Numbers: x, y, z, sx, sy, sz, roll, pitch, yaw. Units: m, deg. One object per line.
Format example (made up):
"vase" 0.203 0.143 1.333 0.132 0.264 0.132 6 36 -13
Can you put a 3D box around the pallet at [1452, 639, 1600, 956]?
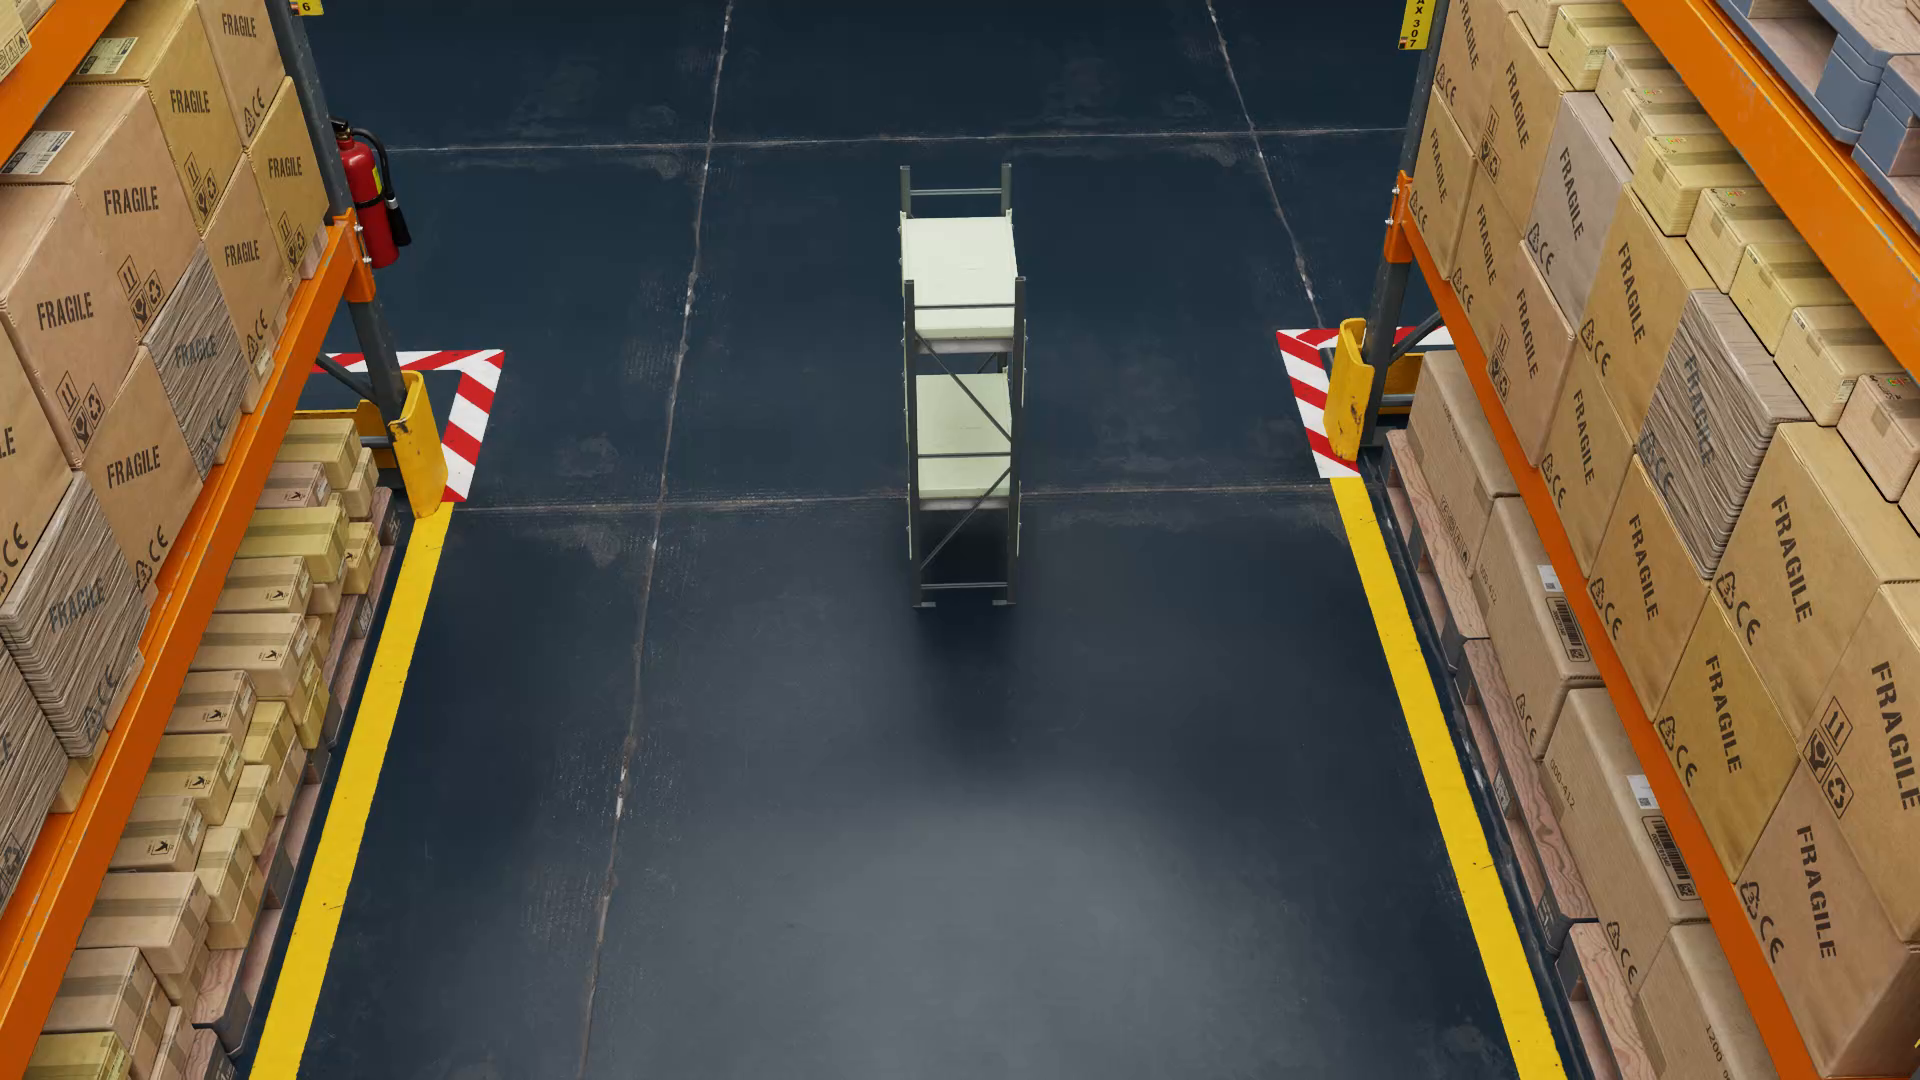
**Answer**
"pallet" 2.349 0.830 5.689 1.003 0.211 1.213 -2 43 -2

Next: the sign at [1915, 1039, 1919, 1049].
"sign" 1.803 0.812 2.945 0.100 0.325 0.005 -2 43 -2

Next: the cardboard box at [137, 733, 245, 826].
"cardboard box" -2.432 0.736 5.086 0.380 0.149 0.250 -1 43 -2

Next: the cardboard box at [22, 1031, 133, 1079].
"cardboard box" -2.404 1.434 4.324 0.380 0.149 0.250 -2 43 -2

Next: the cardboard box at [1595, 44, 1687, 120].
"cardboard box" 1.998 -1.248 4.597 0.380 0.149 0.250 -1 43 -1

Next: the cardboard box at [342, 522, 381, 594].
"cardboard box" -2.411 0.069 6.254 0.380 0.149 0.250 0 43 0

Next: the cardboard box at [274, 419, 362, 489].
"cardboard box" -2.478 -0.320 6.238 0.380 0.149 0.250 -1 43 -1

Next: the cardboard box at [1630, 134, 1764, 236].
"cardboard box" 1.950 -0.906 4.225 0.380 0.149 0.250 -3 43 -3

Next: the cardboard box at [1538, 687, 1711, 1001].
"cardboard box" 2.399 0.901 5.132 0.875 0.438 0.875 -3 43 -3

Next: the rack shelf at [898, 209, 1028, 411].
"rack shelf" 0.000 -0.836 5.975 0.431 0.370 0.720 -2 43 -2

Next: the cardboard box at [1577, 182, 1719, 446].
"cardboard box" 2.004 -0.598 4.369 0.500 0.500 0.500 -1 43 -2

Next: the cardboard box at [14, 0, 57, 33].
"cardboard box" -2.433 -1.419 3.969 0.500 0.250 0.500 0 43 0

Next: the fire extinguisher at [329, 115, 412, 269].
"fire extinguisher" -2.303 -1.365 6.352 0.296 0.674 0.183 -2 43 -2

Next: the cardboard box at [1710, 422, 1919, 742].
"cardboard box" 2.048 0.084 3.624 0.500 0.500 0.500 -2 43 -2

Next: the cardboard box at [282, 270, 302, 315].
"cardboard box" -2.484 -0.874 5.669 0.380 0.149 0.250 -2 43 -2

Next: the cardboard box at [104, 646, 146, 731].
"cardboard box" -2.373 0.357 4.326 0.380 0.149 0.250 0 43 0

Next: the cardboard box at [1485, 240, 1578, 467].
"cardboard box" 1.974 -0.577 5.086 0.500 0.500 0.500 -2 43 -2

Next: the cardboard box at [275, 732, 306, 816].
"cardboard box" -2.397 0.772 5.487 0.380 0.149 0.250 -1 43 -1

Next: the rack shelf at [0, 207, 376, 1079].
"rack shelf" -2.669 0.268 4.770 1.077 0.370 4.000 -2 43 -2

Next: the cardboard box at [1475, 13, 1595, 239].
"cardboard box" 1.952 -1.282 5.115 0.500 0.500 0.500 -3 43 -3

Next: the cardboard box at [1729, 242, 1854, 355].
"cardboard box" 2.035 -0.565 3.853 0.380 0.149 0.250 -2 43 -3

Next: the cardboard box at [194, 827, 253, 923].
"cardboard box" -2.370 1.013 5.004 0.380 0.149 0.250 -2 43 -2

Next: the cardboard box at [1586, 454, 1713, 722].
"cardboard box" 2.019 0.114 4.332 0.500 0.500 0.500 -2 43 -2

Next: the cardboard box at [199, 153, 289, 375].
"cardboard box" -2.461 -0.850 5.163 0.500 0.500 0.500 -2 43 -2

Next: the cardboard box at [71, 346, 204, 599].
"cardboard box" -2.419 -0.171 4.422 0.500 0.500 0.500 0 43 0

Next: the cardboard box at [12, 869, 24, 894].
"cardboard box" -2.424 0.711 3.941 0.380 0.149 0.250 -3 43 -4

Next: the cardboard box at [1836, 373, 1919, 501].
"cardboard box" 2.094 -0.221 3.477 0.380 0.149 0.250 -2 43 -2

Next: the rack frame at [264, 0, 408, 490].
"rack frame" -2.754 -1.347 6.000 1.000 3.000 0.127 -2 43 -2

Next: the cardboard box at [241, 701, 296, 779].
"cardboard box" -2.395 0.661 5.388 0.380 0.149 0.250 0 43 0

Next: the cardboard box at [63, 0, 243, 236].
"cardboard box" -2.464 -1.218 4.825 0.500 0.500 0.500 -3 43 -3

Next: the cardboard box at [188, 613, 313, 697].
"cardboard box" -2.372 0.379 5.476 0.380 0.149 0.250 0 43 0

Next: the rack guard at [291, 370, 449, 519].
"rack guard" -2.750 -0.374 6.789 1.175 0.500 0.348 -2 43 -2

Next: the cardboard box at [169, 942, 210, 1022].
"cardboard box" -2.459 1.298 4.913 0.380 0.149 0.250 -3 43 -4

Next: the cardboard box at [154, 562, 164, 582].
"cardboard box" -2.463 0.008 4.707 0.380 0.149 0.250 -1 43 -1

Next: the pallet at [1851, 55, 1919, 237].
"pallet" 2.333 -0.483 2.903 1.003 0.211 1.213 -2 43 -2

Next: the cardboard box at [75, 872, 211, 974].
"cardboard box" -2.367 1.085 4.705 0.380 0.149 0.250 -1 43 -1

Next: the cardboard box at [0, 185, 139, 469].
"cardboard box" -2.408 -0.511 4.053 0.500 0.500 0.500 -3 43 -3

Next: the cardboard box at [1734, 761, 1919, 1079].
"cardboard box" 2.082 0.800 3.583 0.500 0.500 0.500 -1 43 -1

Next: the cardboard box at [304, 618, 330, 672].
"cardboard box" -2.462 0.416 5.875 0.380 0.149 0.250 -1 43 -1

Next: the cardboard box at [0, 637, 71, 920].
"cardboard box" -2.381 0.531 3.656 0.500 0.500 0.500 -2 43 -2

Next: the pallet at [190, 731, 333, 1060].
"pallet" -2.703 1.103 5.390 1.003 0.211 1.213 -2 43 -2

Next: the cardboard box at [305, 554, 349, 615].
"cardboard box" -2.422 0.138 5.958 0.380 0.149 0.250 -3 43 -4

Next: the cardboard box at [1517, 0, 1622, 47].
"cardboard box" 1.905 -1.601 4.983 0.380 0.149 0.250 0 43 0

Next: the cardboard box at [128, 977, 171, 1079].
"cardboard box" -2.435 1.372 4.613 0.380 0.149 0.250 -4 43 -4

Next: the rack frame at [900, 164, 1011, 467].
"rack frame" -0.015 -0.795 6.508 0.400 1.500 0.023 -2 43 -2

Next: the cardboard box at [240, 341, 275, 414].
"cardboard box" -2.425 -0.533 5.298 0.380 0.149 0.250 -1 43 -1

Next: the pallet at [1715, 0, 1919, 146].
"pallet" 2.284 -1.304 3.799 1.003 0.211 1.213 -2 43 -2

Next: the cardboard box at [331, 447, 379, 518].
"cardboard box" -2.446 -0.213 6.341 0.380 0.149 0.250 -3 43 -3

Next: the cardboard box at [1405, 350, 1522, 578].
"cardboard box" 2.316 -0.325 6.470 0.875 0.438 0.875 -3 43 -3

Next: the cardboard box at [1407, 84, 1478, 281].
"cardboard box" 1.921 -1.262 5.833 0.500 0.500 0.500 -2 43 -2

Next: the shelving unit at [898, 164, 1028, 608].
"shelving unit" 0.000 -0.548 6.238 0.431 1.500 0.755 -2 43 -2

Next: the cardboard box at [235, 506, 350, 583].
"cardboard box" -2.387 0.022 5.865 0.380 0.149 0.250 -3 43 -3
